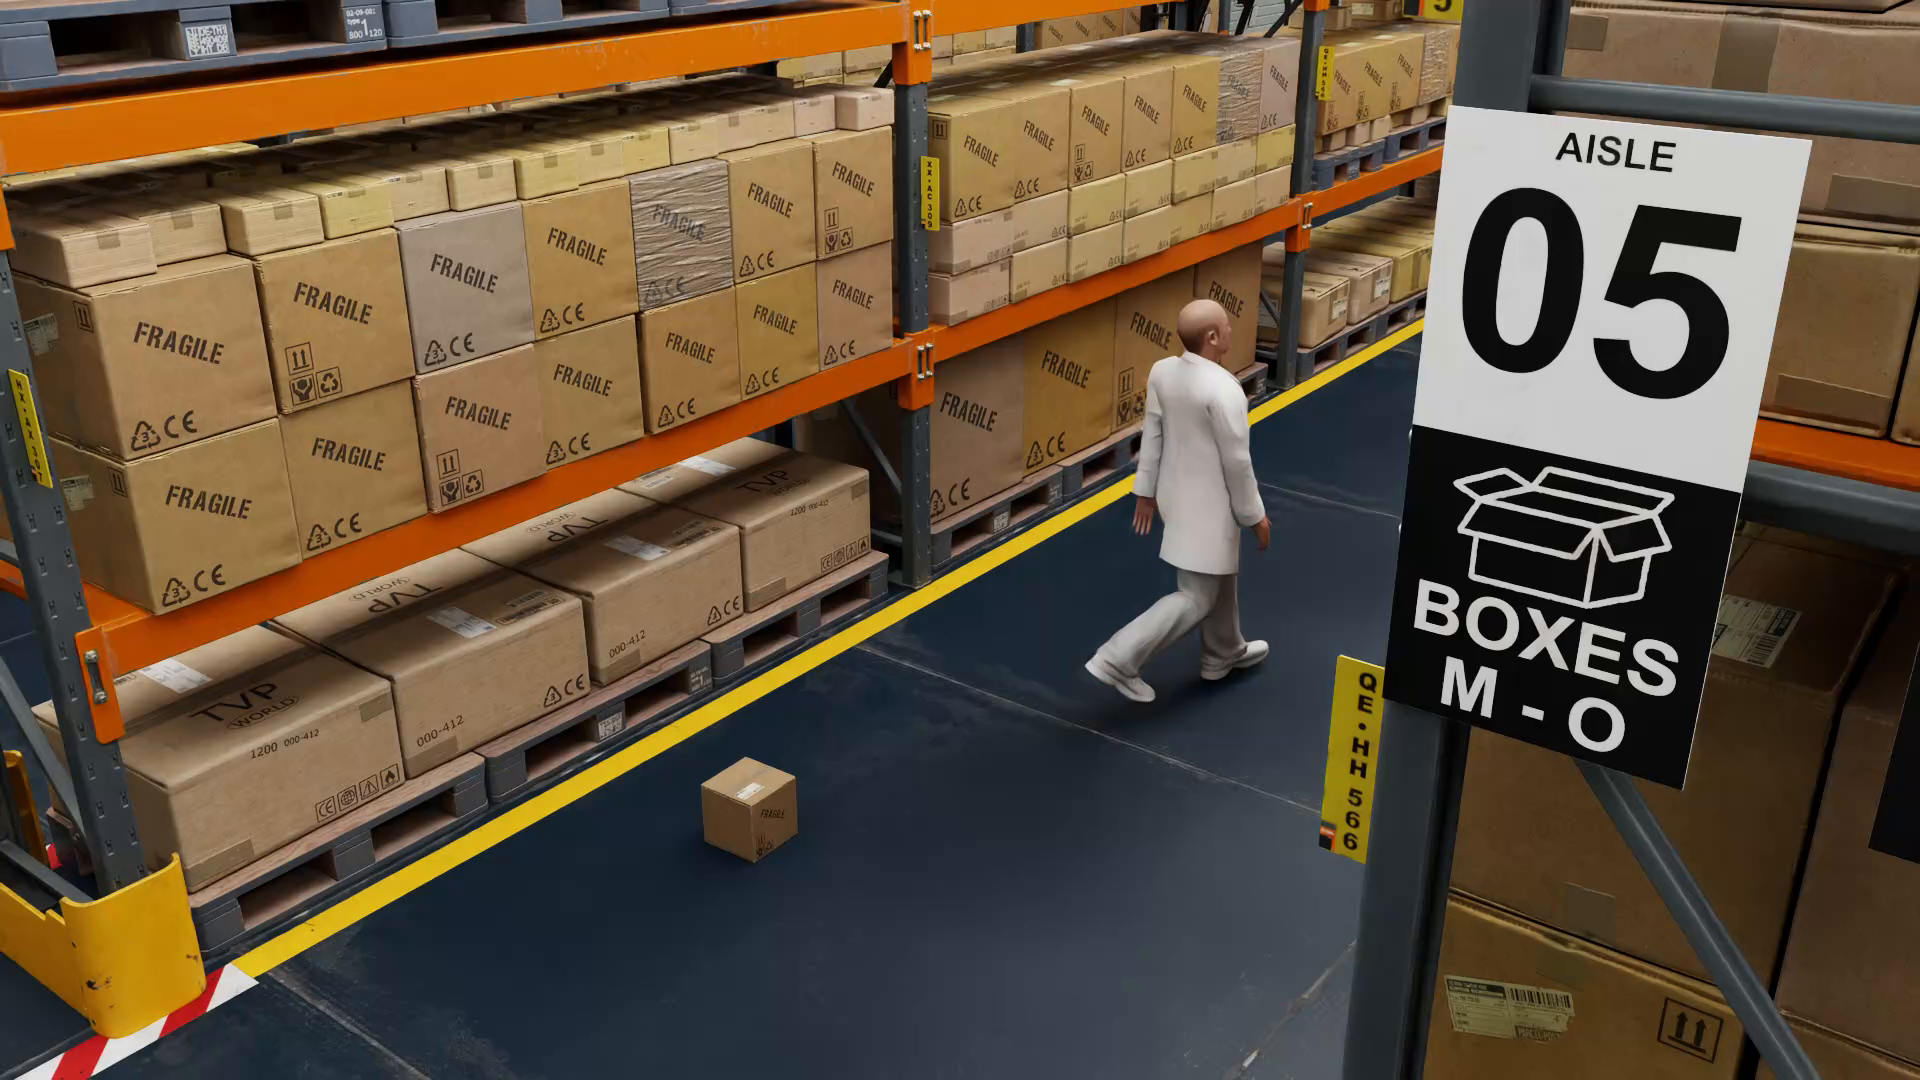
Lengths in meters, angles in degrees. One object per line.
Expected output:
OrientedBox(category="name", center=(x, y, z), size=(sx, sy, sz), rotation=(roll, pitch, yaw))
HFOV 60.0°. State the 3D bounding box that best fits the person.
OrientedBox(category="person", center=(0.963, -0.143, 6.941), size=(1.034, 1.739, 0.593), rotation=(-11, 26, -25))
